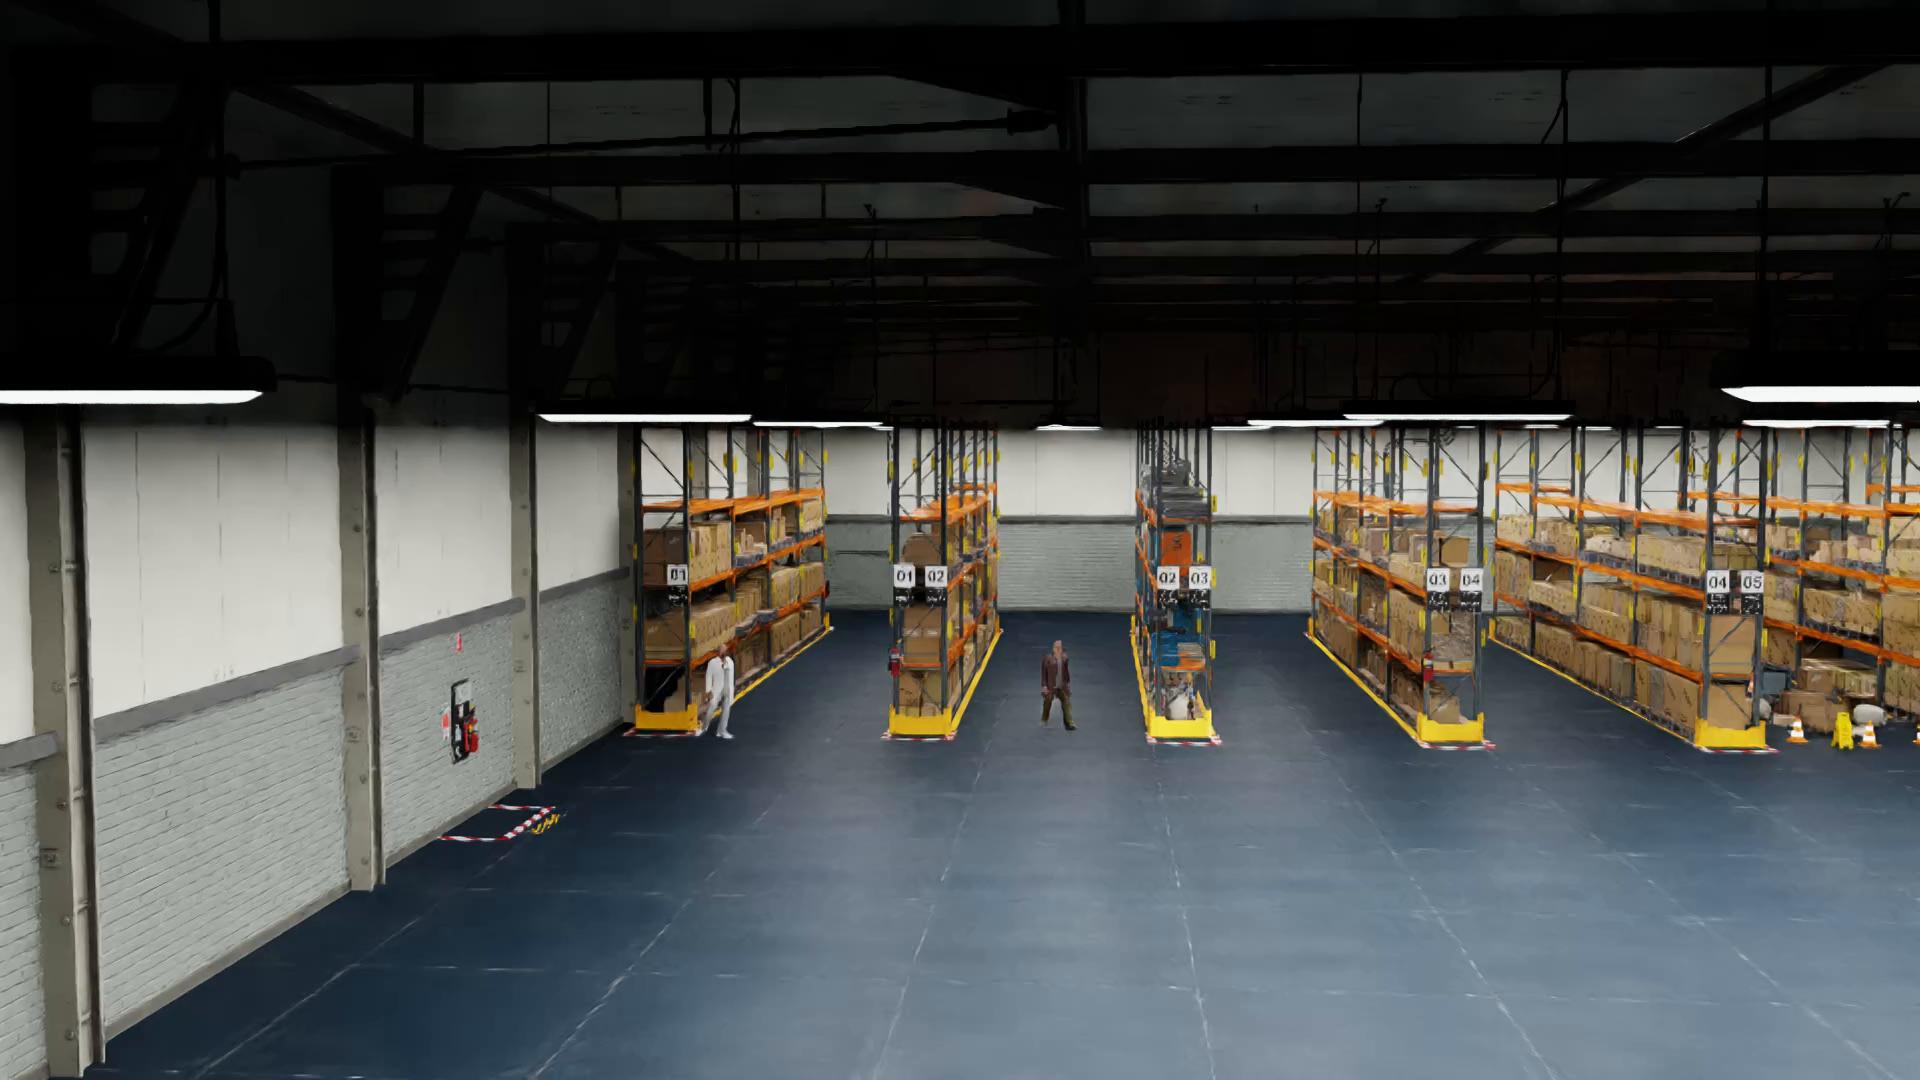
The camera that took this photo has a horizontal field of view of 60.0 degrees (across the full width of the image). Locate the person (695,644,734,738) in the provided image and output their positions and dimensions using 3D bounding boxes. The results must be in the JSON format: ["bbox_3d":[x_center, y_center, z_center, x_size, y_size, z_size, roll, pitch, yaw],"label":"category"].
[{"bbox_3d":[-4.555,2.814,30.981,0.774,1.768,0.560,-3,5,-35],"label":"person"}]

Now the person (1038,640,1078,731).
[{"bbox_3d":[1.858,2.776,31.914,0.631,1.736,1.030,-1,4,-18],"label":"person"}]

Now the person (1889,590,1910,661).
[{"bbox_3d":[23.281,2.135,41.027,0.550,1.787,0.628,2,4,23],"label":"person"}]
